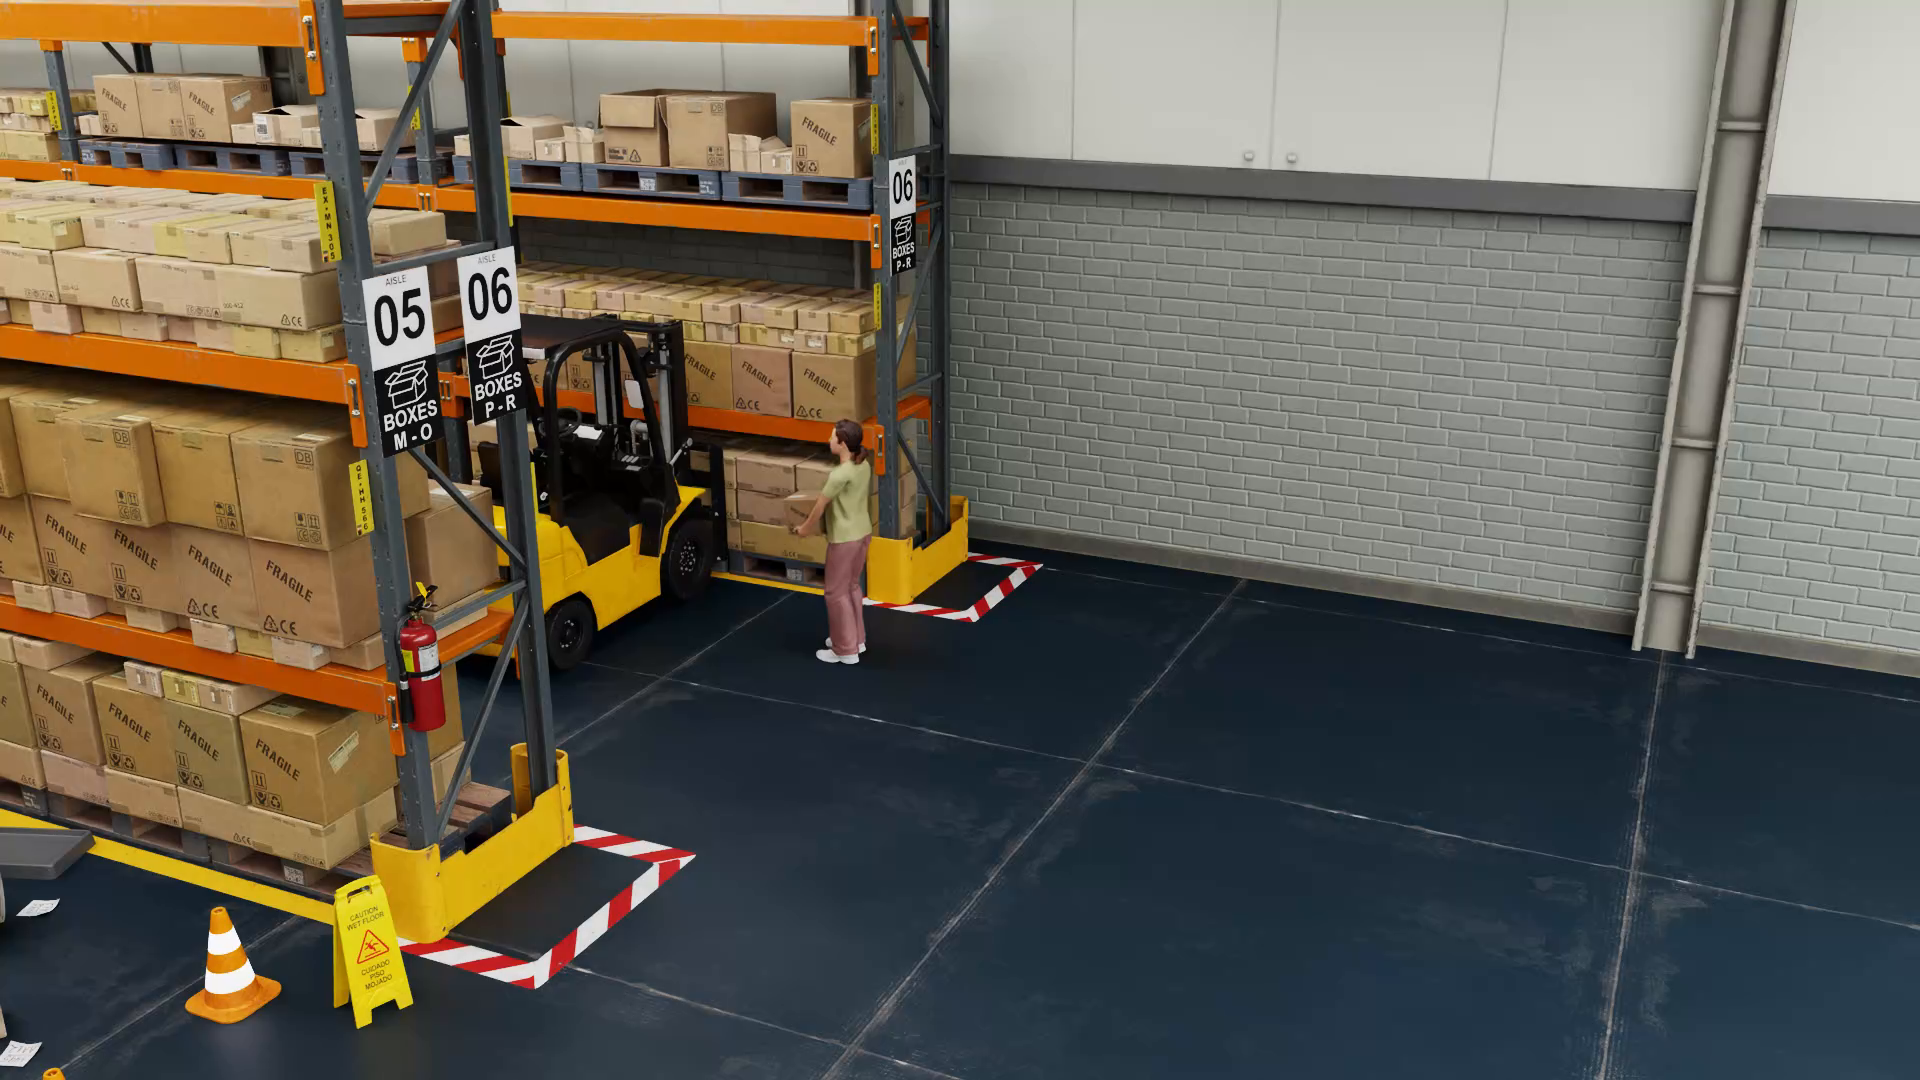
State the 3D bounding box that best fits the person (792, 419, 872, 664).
[{"bbox_3d":[-0.825,-0.004,11.098,0.527,1.669,0.405,8,21,22],"label":"person"}]
